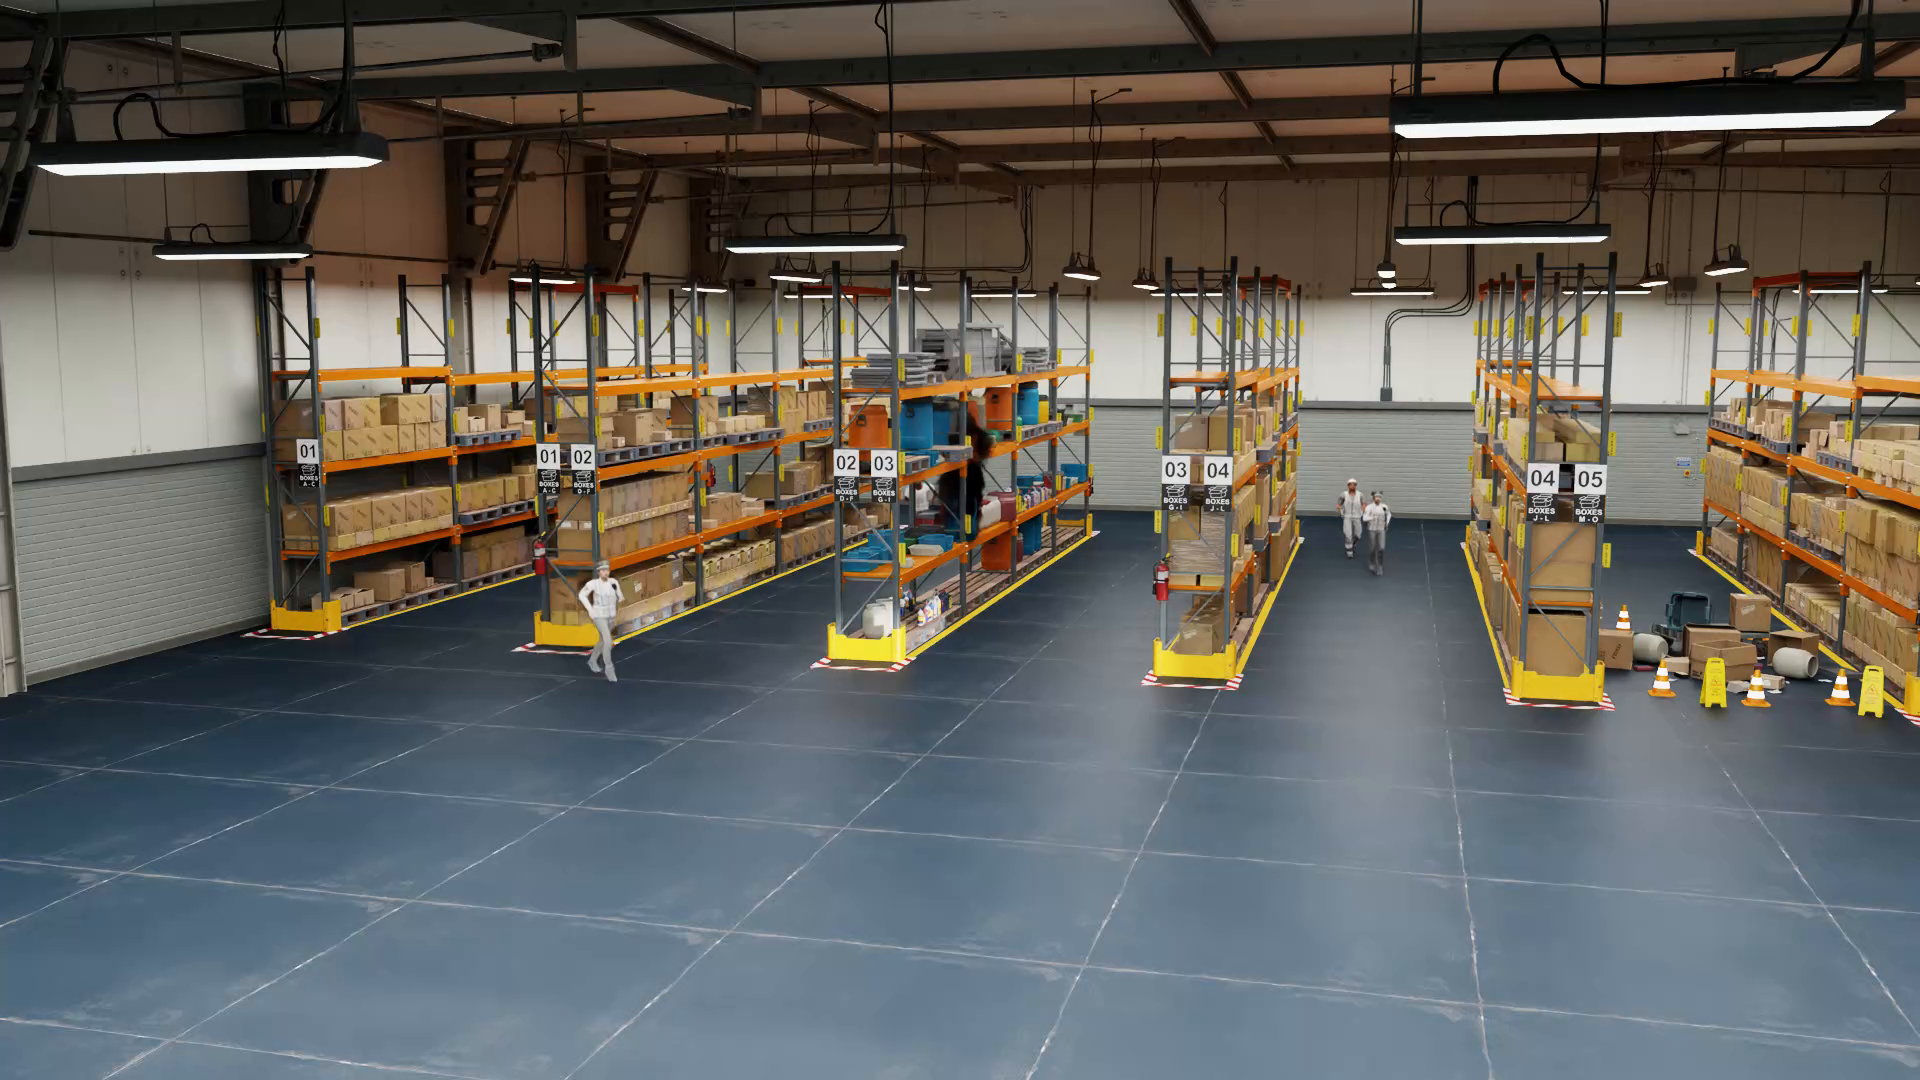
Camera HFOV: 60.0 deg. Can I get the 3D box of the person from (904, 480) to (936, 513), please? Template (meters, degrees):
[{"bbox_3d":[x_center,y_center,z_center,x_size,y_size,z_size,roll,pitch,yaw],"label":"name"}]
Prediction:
[{"bbox_3d":[-0.922,-0.696,38.084,0.673,1.683,0.874,2,7,12],"label":"person"}]

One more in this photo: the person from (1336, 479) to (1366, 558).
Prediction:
[{"bbox_3d":[8.559,-0.468,36.343,0.652,1.738,0.581,1,7,7],"label":"person"}]

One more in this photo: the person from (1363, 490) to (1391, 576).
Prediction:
[{"bbox_3d":[8.534,-0.149,34.036,0.594,1.752,0.704,1,7,7],"label":"person"}]

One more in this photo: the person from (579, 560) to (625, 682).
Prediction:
[{"bbox_3d":[-5.107,1.144,23.930,0.763,1.751,0.585,7,10,44],"label":"person"}]
